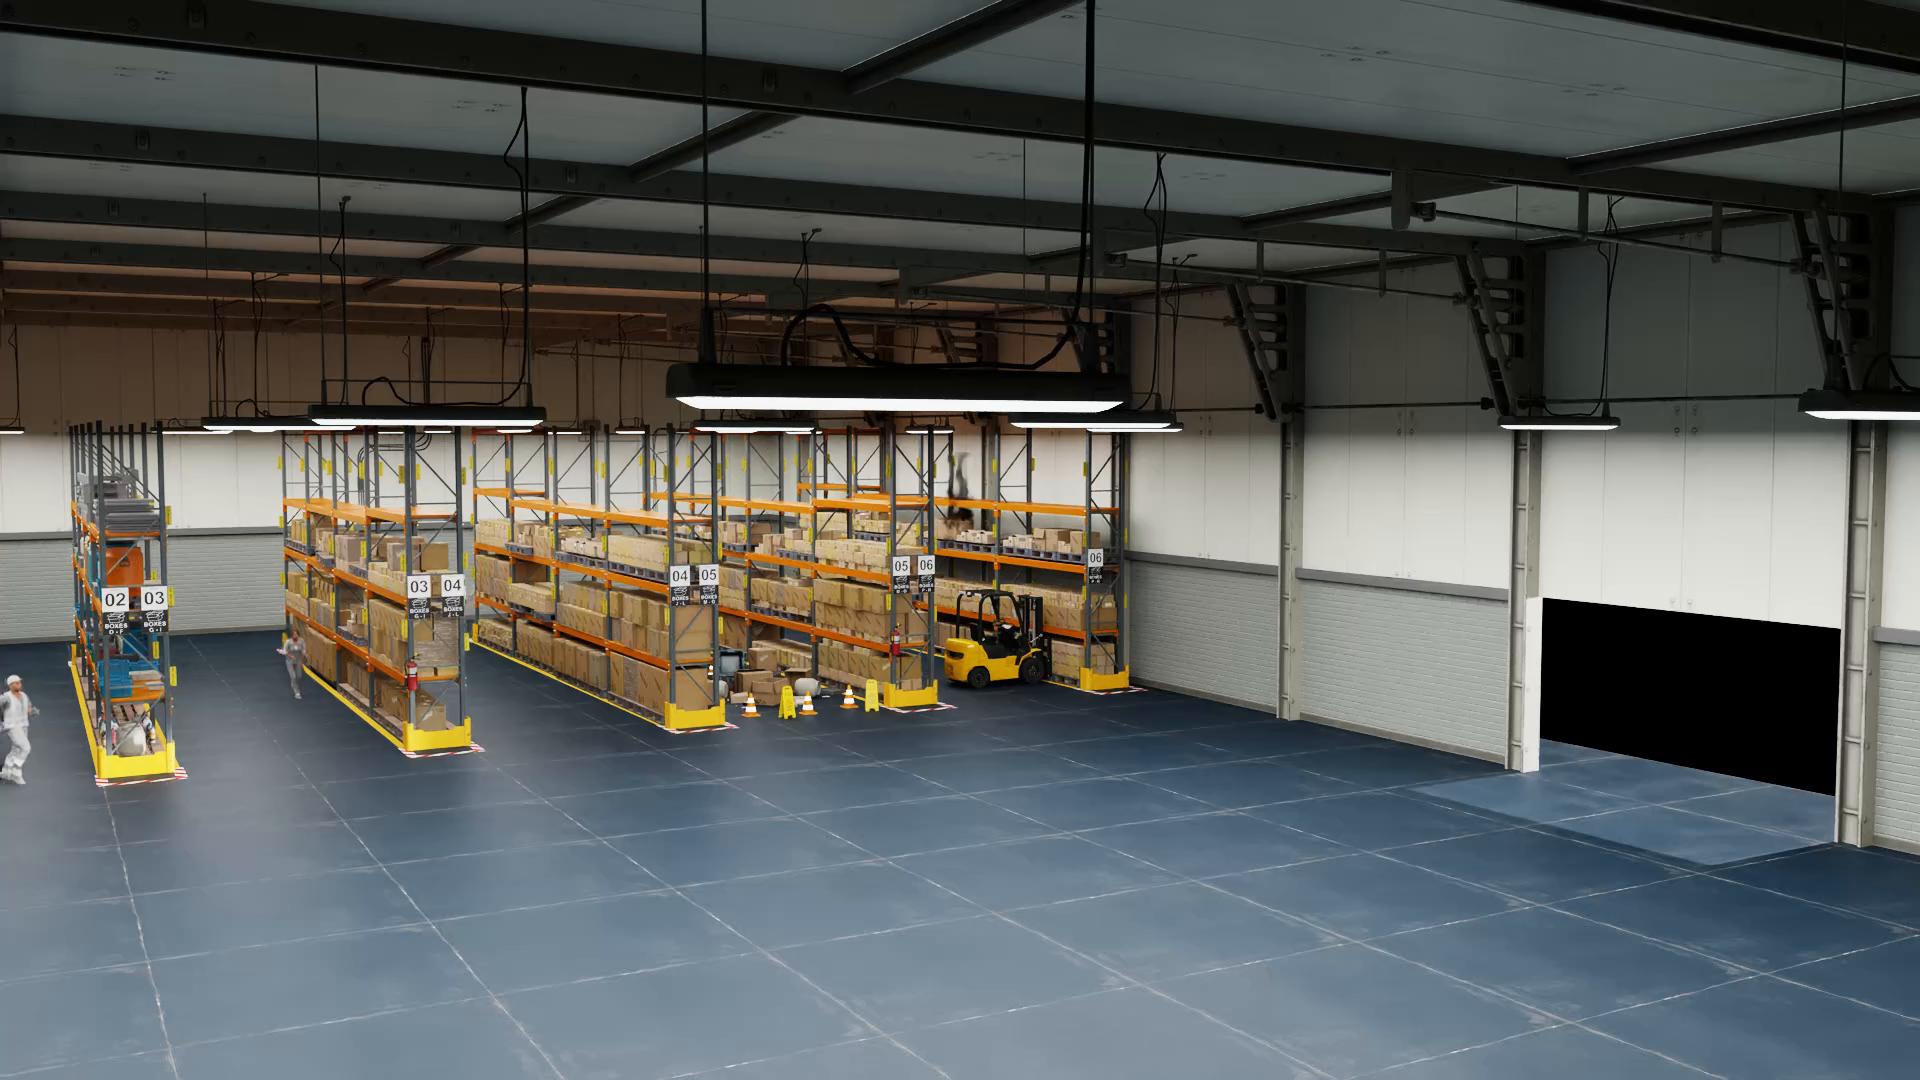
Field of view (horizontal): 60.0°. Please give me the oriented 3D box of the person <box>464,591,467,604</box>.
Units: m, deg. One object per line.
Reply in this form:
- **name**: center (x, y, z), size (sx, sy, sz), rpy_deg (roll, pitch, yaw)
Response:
- **person**: center (-14.352, 1.955, 47.183), size (0.709, 1.707, 0.544), rpy_deg (0, 4, 7)

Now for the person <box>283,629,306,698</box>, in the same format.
- **person**: center (-14.630, 2.710, 36.571), size (0.506, 1.541, 0.690), rpy_deg (-2, 4, -29)

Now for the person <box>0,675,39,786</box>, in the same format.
- **person**: center (-15.552, 3.136, 27.421), size (0.746, 1.817, 0.652), rpy_deg (0, 4, 7)

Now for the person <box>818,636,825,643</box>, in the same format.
- **person**: center (-3.628, 2.250, 43.677), size (0.572, 1.567, 0.477), rpy_deg (-3, 5, -40)
